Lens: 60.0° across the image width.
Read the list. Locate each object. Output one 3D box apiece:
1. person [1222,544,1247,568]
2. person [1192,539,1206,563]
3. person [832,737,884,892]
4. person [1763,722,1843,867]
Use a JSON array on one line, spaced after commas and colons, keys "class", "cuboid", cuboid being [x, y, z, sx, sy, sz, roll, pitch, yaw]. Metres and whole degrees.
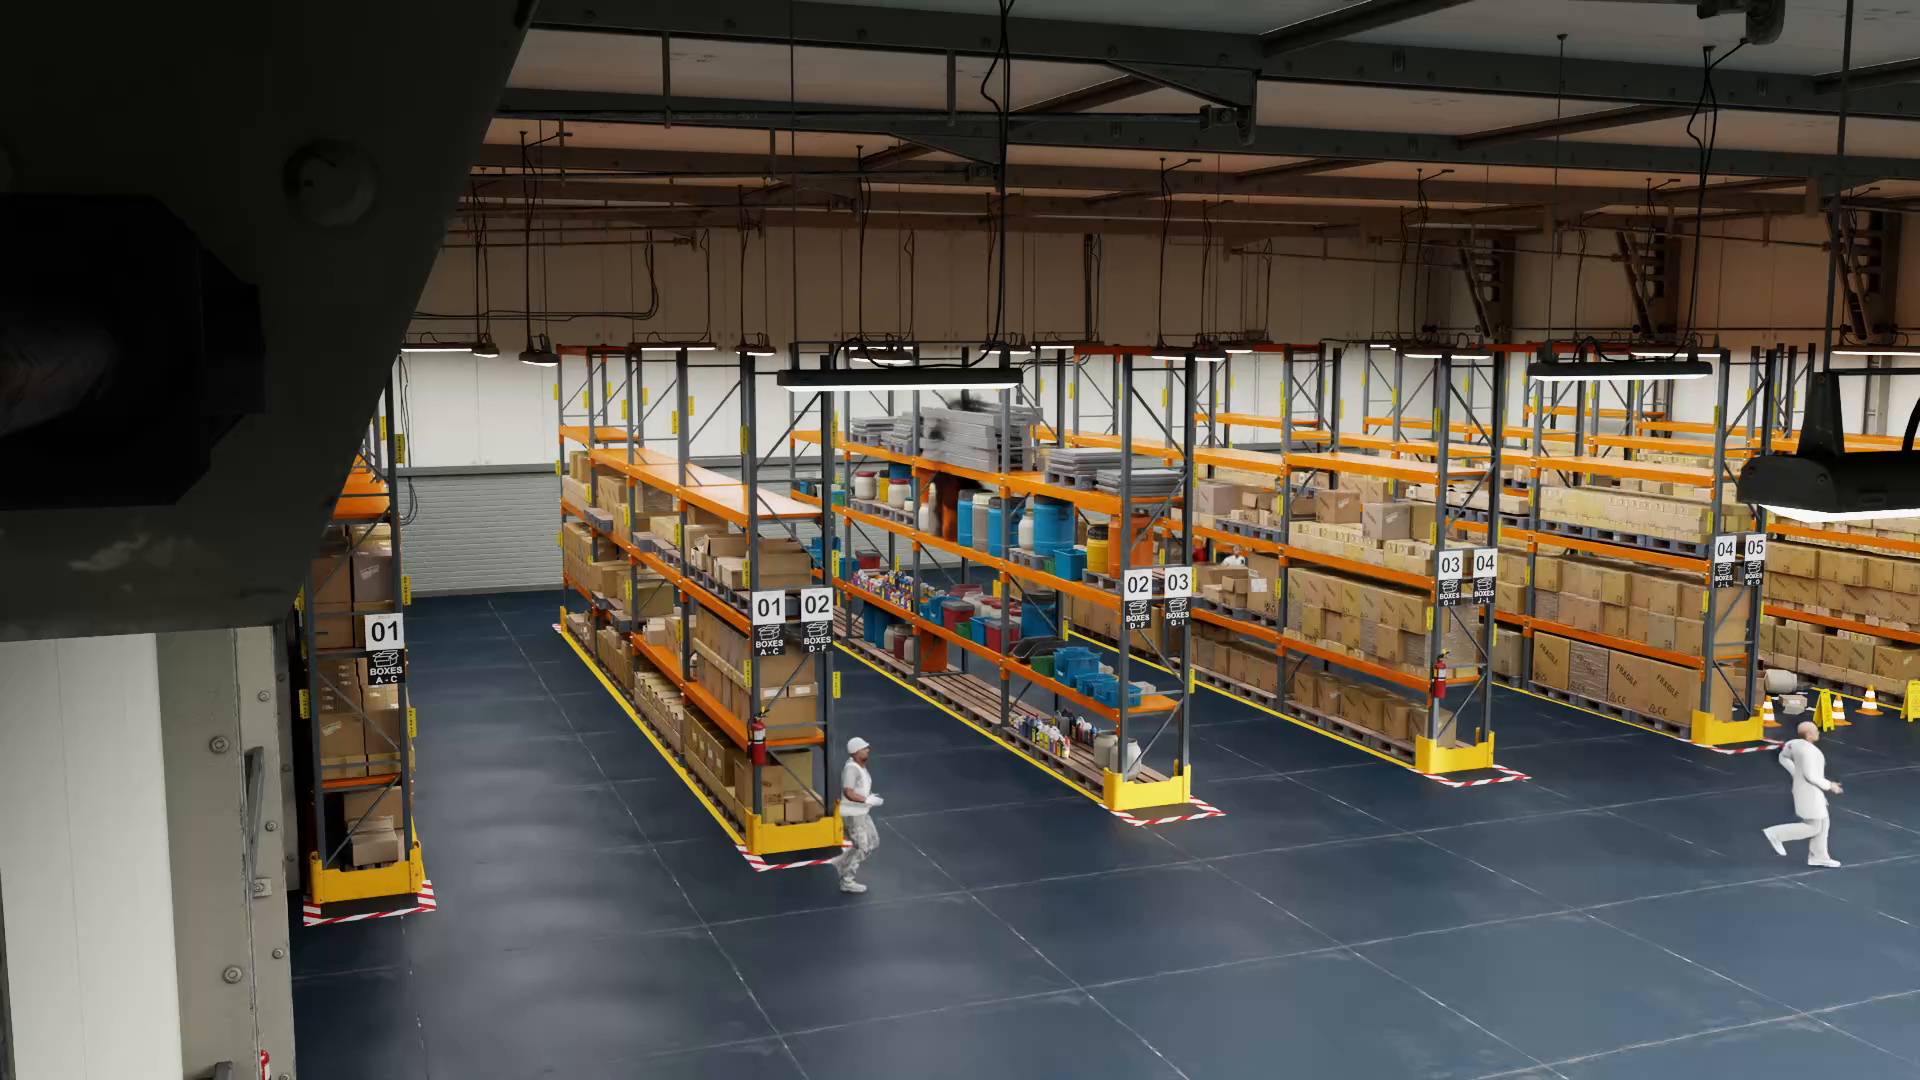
[{"class": "person", "cuboid": [6.035, 0.904, 36.233, 0.596, 1.665, 0.566, -3, 8, -23]}, {"class": "person", "cuboid": [5.312, 0.780, 37.490, 0.674, 1.699, 0.945, -4, 9, -31]}, {"class": "person", "cuboid": [-1.150, 3.090, 18.861, 0.626, 1.721, 0.720, 1, 7, 7]}, {"class": "person", "cuboid": [9.959, 2.995, 19.612, 0.904, 1.744, 0.725, 1, 7, 9]}]
